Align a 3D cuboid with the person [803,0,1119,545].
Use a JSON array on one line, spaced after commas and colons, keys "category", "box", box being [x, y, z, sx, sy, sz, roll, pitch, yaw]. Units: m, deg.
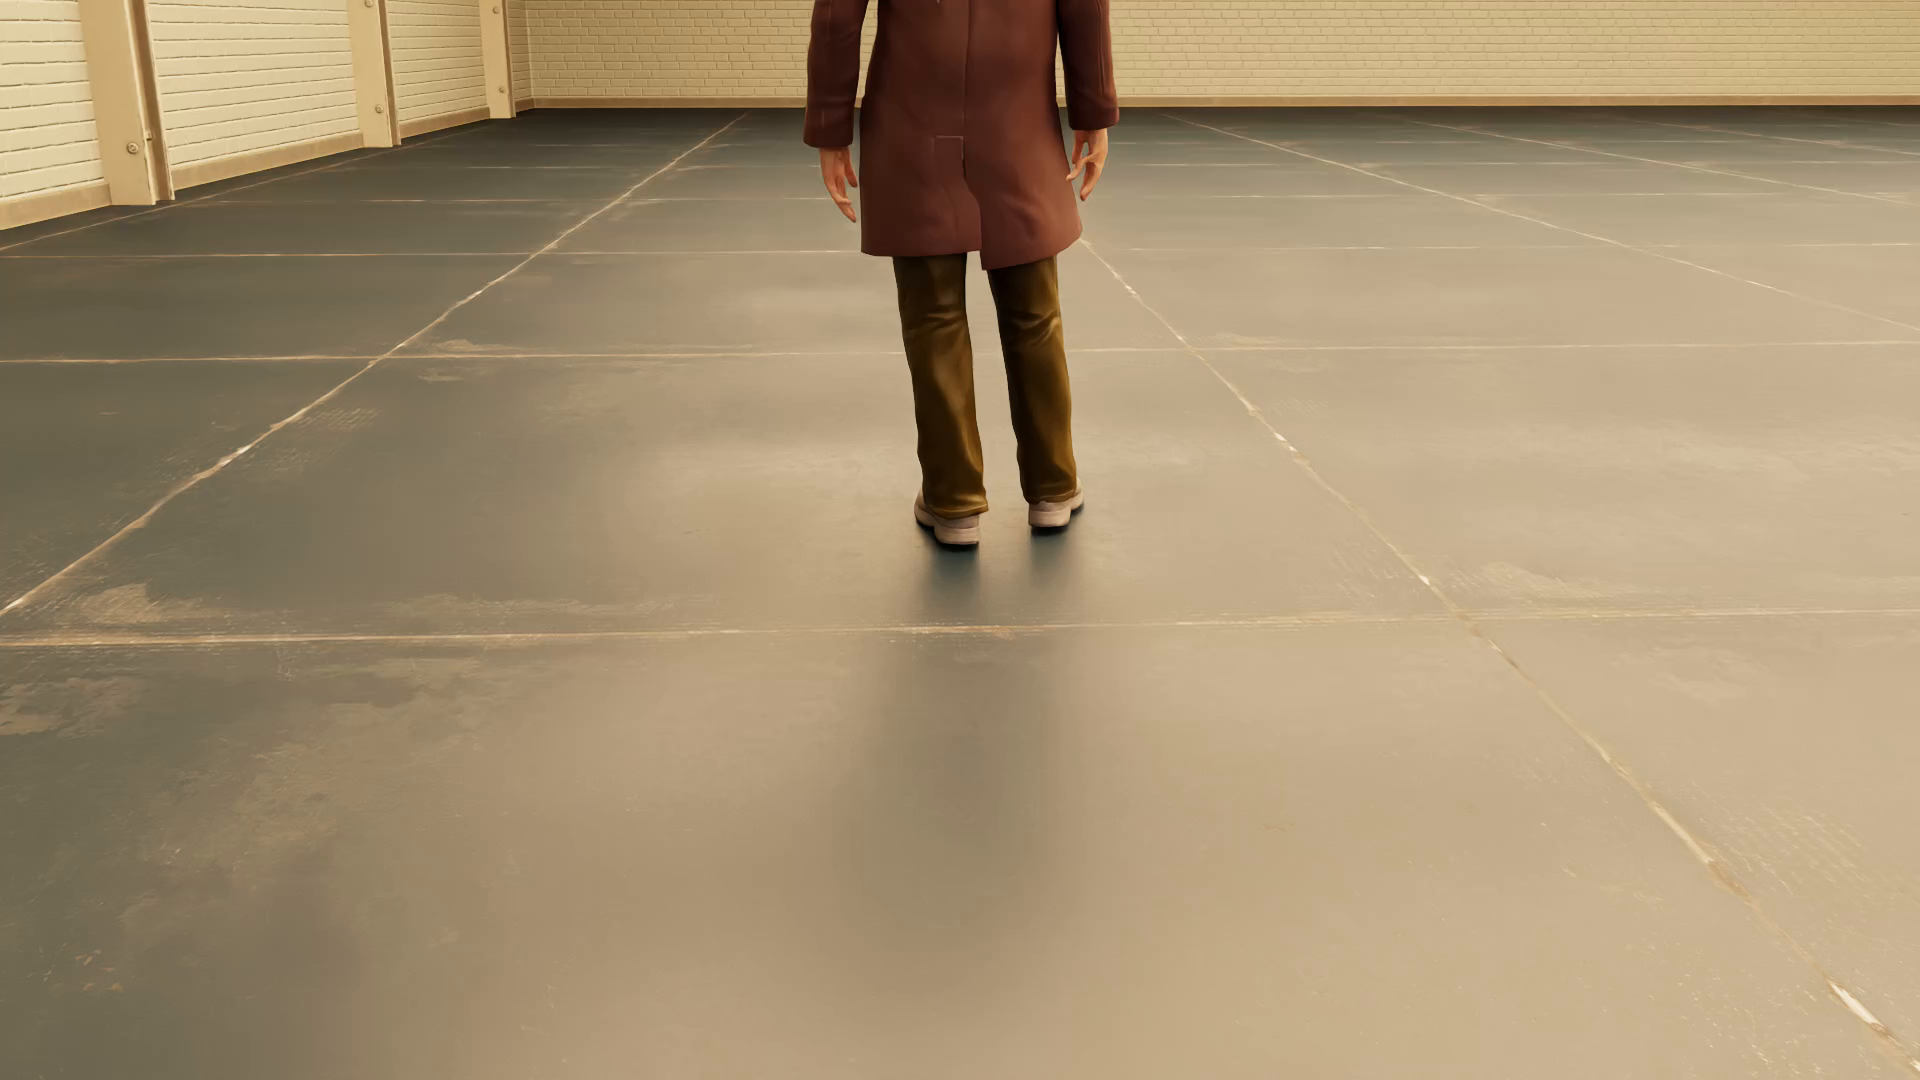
[{"category": "person", "box": [-0.001, -0.884, 3.744, 0.698, 1.778, 0.579, -1, 17, -3]}]
